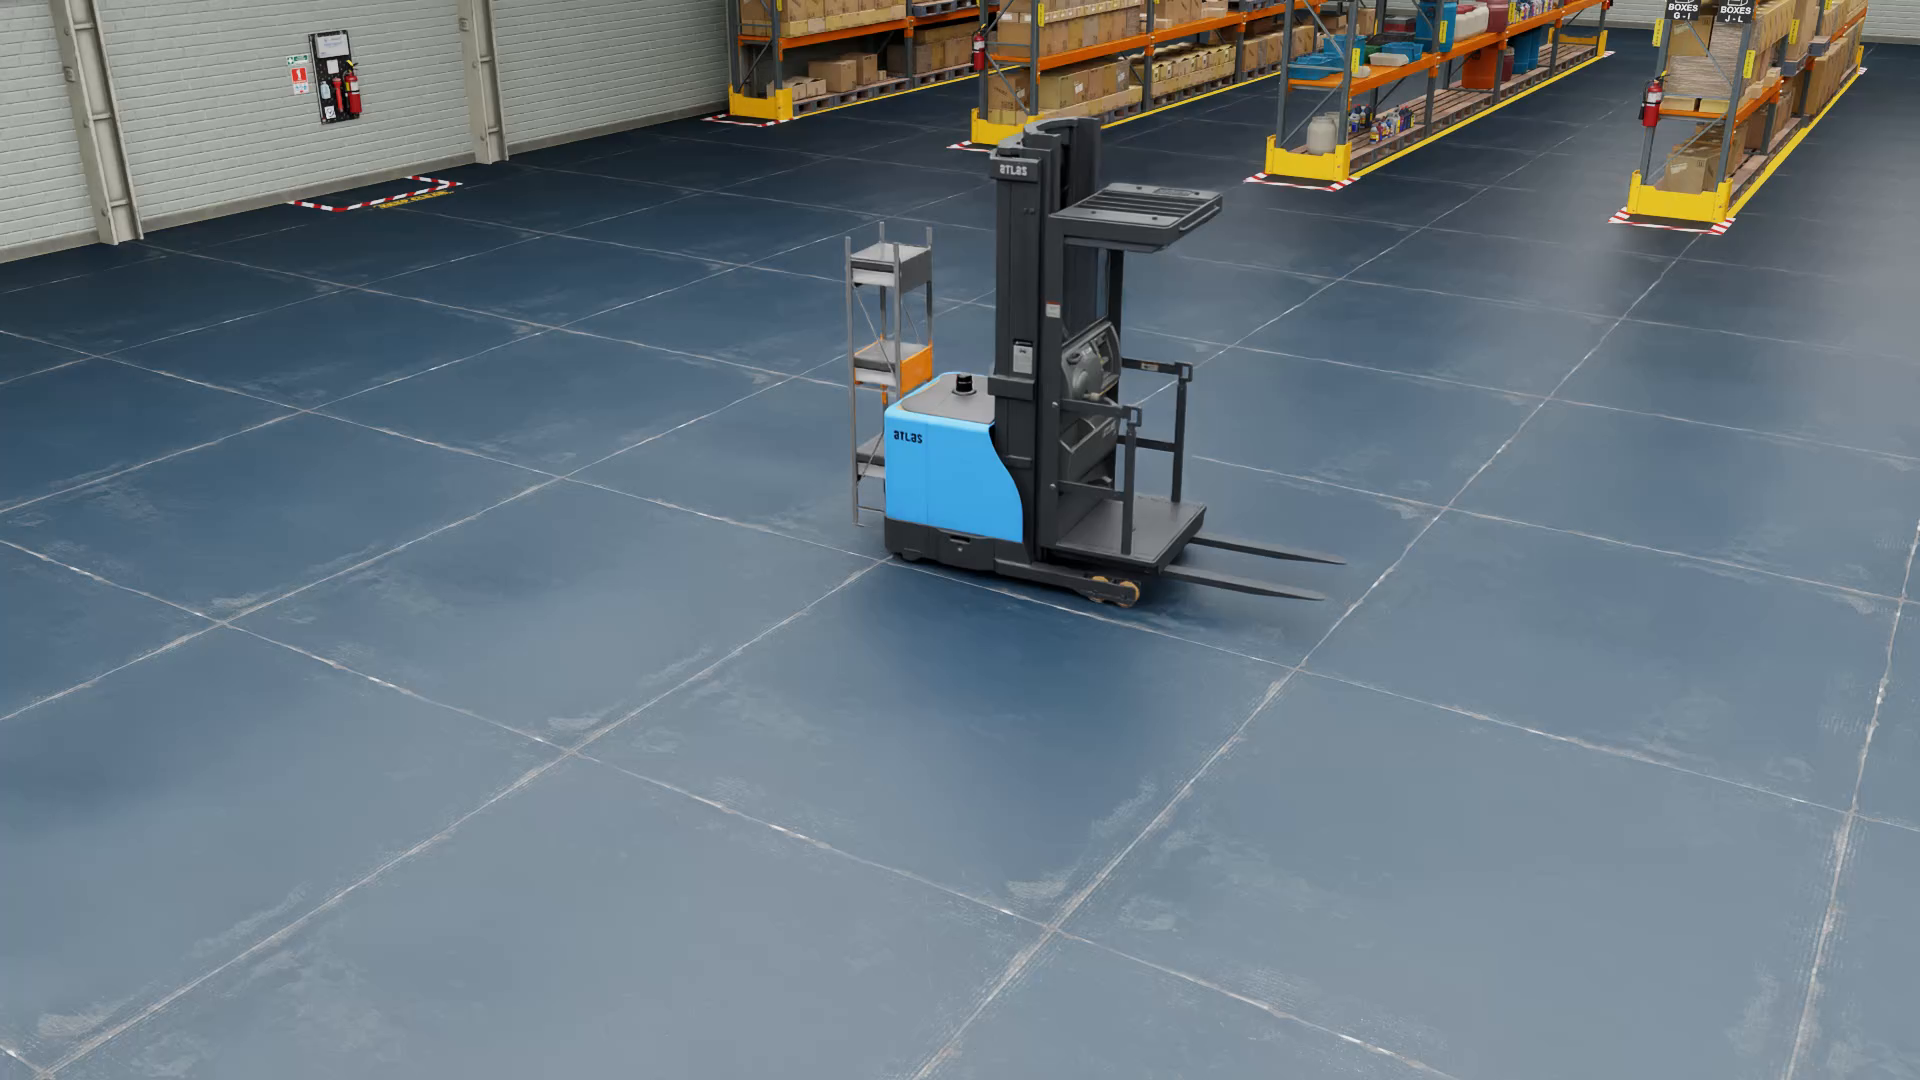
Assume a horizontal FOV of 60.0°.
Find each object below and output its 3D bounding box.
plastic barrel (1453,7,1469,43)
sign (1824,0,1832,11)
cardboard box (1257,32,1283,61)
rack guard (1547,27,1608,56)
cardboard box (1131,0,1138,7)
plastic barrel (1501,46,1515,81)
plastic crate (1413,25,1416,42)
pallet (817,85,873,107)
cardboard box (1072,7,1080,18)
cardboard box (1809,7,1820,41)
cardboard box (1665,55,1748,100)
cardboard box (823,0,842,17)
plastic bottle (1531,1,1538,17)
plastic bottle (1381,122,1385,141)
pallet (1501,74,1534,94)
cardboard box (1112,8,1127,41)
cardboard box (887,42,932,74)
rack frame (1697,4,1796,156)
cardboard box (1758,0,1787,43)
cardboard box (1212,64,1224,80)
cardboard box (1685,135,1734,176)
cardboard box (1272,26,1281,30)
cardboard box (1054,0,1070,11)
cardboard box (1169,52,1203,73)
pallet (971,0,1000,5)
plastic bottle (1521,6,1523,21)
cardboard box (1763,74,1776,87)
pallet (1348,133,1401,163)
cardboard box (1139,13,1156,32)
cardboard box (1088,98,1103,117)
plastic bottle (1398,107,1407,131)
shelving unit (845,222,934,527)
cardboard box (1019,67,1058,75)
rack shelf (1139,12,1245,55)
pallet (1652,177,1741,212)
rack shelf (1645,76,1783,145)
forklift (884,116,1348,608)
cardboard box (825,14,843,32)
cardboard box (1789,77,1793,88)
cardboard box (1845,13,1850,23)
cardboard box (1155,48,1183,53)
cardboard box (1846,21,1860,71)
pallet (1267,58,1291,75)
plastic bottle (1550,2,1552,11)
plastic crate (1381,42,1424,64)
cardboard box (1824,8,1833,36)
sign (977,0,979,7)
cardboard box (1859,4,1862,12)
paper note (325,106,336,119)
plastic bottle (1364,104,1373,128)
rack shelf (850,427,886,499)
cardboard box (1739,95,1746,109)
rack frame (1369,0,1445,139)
[{"bbox_3d":[8.148,-8.501,27.441,0.433,0.535,0.433,0,23,0],"label":"plastic barrel"},{"bbox_3d":[13.854,-8.611,26.507,0.100,0.325,0.005,14,27,29],"label":"sign"},{"bbox_3d":[6.267,-9.975,33.610,0.500,0.500,0.500,13,27,27],"label":"cardboard box"},{"bbox_3d":[13.401,-10.828,36.133,1.175,0.500,0.348,14,27,29],"label":"rack guard"},{"bbox_3d":[2.770,-9.077,28.000,0.380,0.149,0.250,13,27,28],"label":"cardboard box"},{"bbox_3d":[10.019,-8.900,31.040,0.600,0.588,0.708,14,27,29],"label":"plastic barrel"},{"bbox_3d":[7.387,-8.344,27.270,0.392,0.384,0.575,14,27,29],"label":"plastic crate"},{"bbox_3d":[-2.314,-8.063,30.110,1.003,0.211,1.213,14,27,29],"label":"pallet"},{"bbox_3d":[1.687,-8.383,26.397,0.380,0.149,0.250,13,27,27],"label":"cardboard box"},{"bbox_3d":[12.927,-8.065,25.950,0.700,0.500,0.500,19,30,37],"label":"cardboard box"},{"bbox_3d":[9.481,-5.888,21.076,0.875,0.500,0.500,14,27,29],"label":"cardboard box"},{"bbox_3d":[-2.403,-9.361,28.817,0.500,0.500,0.500,13,27,27],"label":"cardboard box"},{"bbox_3d":[10.704,-9.939,31.090,0.152,0.276,0.135,14,27,29],"label":"plastic bottle"},{"bbox_3d":[6.362,-6.176,25.122,0.097,0.271,0.097,0,23,0],"label":"plastic bottle"},{"bbox_3d":[10.204,-8.670,31.511,1.003,0.211,1.213,14,27,29],"label":"pallet"},{"bbox_3d":[2.362,-8.669,27.873,0.700,0.500,0.500,14,27,28],"label":"cardboard box"},{"bbox_3d":[-0.973,-9.297,32.043,0.700,0.500,0.500,15,28,31],"label":"cardboard box"},{"bbox_3d":[11.278,-6.876,23.858,1.000,3.000,0.127,14,27,29],"label":"rack frame"},{"bbox_3d":[10.747,-6.970,22.317,0.500,0.500,0.500,14,27,29],"label":"cardboard box"},{"bbox_3d":[4.634,-8.831,31.306,0.500,0.250,0.500,14,27,28],"label":"cardboard box"},{"bbox_3d":[10.144,-5.195,22.593,0.500,0.500,0.500,17,29,34],"label":"cardboard box"},{"bbox_3d":[6.349,-10.414,34.622,0.500,0.500,0.500,14,27,30],"label":"cardboard box"},{"bbox_3d":[1.311,-8.596,26.072,0.700,0.500,0.500,13,27,28],"label":"cardboard box"},{"bbox_3d":[4.103,-8.748,30.409,0.500,0.311,0.500,15,27,30],"label":"cardboard box"},{"bbox_3d":[0.478,-10.990,33.601,1.213,0.211,1.003,14,27,29],"label":"pallet"},{"bbox_3d":[10.203,-9.596,30.303,0.097,0.271,0.097,0,23,0],"label":"plastic bottle"},{"bbox_3d":[11.054,-6.365,22.993,0.380,0.149,0.250,14,27,29],"label":"cardboard box"},{"bbox_3d":[6.037,-6.003,25.351,1.003,0.211,1.213,14,27,29],"label":"pallet"},{"bbox_3d":[3.086,-9.060,29.091,0.500,0.250,0.500,16,28,32],"label":"cardboard box"},{"bbox_3d":[2.018,-7.175,27.480,0.500,0.250,0.500,14,27,29],"label":"cardboard box"},{"bbox_3d":[6.874,-6.558,25.903,0.144,0.351,0.185,12,26,26],"label":"plastic bottle"},{"bbox_3d":[-0.483,-1.128,11.712,0.431,2.100,0.503,11,26,23],"label":"shelving unit"},{"bbox_3d":[1.299,-7.462,27.201,0.500,0.500,0.500,14,27,29],"label":"cardboard box"},{"bbox_3d":[3.919,-9.298,30.359,1.077,0.370,4.000,14,27,29],"label":"rack shelf"},{"bbox_3d":[9.666,-4.539,21.969,1.003,0.211,1.213,14,27,29],"label":"pallet"},{"bbox_3d":[10.223,-5.871,22.442,1.077,0.370,4.000,14,27,29],"label":"rack shelf"},{"bbox_3d":[1.035,-1.149,10.714,3.031,2.935,1.130,11,26,23],"label":"forklift"},{"bbox_3d":[-2.394,-9.028,28.992,0.500,0.250,0.500,13,27,28],"label":"cardboard box"},{"bbox_3d":[13.060,-7.393,26.700,0.500,0.250,0.500,15,28,31],"label":"cardboard box"},{"bbox_3d":[15.936,-9.491,30.215,0.380,0.149,0.250,14,27,29],"label":"cardboard box"},{"bbox_3d":[3.907,-9.026,31.050,0.500,0.311,0.500,13,27,28],"label":"cardboard box"},{"bbox_3d":[16.858,-9.604,32.305,0.875,0.875,0.875,14,27,29],"label":"cardboard box"},{"bbox_3d":[6.044,-9.678,33.840,1.003,0.211,1.213,14,27,29],"label":"pallet"},{"bbox_3d":[11.318,-10.277,31.965,0.097,0.201,0.097,0,23,0],"label":"plastic bottle"},{"bbox_3d":[6.717,-7.416,25.291,0.499,0.251,0.616,14,27,29],"label":"plastic crate"},{"bbox_3d":[14.145,-8.554,27.607,0.500,0.500,0.500,13,27,28],"label":"cardboard box"},{"bbox_3d":[0.300,-8.362,25.534,0.100,0.325,0.005,14,27,29],"label":"sign"},{"bbox_3d":[17.026,-10.189,31.827,0.380,0.149,0.250,14,27,29],"label":"cardboard box"},{"bbox_3d":[-8.475,-5.757,22.382,0.016,0.148,0.142,14,27,29],"label":"paper note"},{"bbox_3d":[6.414,-6.685,26.196,0.144,0.351,0.185,14,27,29],"label":"plastic bottle"},{"bbox_3d":[-0.483,-0.473,11.995,0.431,0.518,0.480,11,26,23],"label":"rack shelf"},{"bbox_3d":[9.813,-5.619,21.270,0.380,0.149,0.250,14,27,29],"label":"cardboard box"},{"bbox_3d":[7.070,-7.914,26.256,1.000,3.000,0.127,14,27,29],"label":"rack frame"}]
